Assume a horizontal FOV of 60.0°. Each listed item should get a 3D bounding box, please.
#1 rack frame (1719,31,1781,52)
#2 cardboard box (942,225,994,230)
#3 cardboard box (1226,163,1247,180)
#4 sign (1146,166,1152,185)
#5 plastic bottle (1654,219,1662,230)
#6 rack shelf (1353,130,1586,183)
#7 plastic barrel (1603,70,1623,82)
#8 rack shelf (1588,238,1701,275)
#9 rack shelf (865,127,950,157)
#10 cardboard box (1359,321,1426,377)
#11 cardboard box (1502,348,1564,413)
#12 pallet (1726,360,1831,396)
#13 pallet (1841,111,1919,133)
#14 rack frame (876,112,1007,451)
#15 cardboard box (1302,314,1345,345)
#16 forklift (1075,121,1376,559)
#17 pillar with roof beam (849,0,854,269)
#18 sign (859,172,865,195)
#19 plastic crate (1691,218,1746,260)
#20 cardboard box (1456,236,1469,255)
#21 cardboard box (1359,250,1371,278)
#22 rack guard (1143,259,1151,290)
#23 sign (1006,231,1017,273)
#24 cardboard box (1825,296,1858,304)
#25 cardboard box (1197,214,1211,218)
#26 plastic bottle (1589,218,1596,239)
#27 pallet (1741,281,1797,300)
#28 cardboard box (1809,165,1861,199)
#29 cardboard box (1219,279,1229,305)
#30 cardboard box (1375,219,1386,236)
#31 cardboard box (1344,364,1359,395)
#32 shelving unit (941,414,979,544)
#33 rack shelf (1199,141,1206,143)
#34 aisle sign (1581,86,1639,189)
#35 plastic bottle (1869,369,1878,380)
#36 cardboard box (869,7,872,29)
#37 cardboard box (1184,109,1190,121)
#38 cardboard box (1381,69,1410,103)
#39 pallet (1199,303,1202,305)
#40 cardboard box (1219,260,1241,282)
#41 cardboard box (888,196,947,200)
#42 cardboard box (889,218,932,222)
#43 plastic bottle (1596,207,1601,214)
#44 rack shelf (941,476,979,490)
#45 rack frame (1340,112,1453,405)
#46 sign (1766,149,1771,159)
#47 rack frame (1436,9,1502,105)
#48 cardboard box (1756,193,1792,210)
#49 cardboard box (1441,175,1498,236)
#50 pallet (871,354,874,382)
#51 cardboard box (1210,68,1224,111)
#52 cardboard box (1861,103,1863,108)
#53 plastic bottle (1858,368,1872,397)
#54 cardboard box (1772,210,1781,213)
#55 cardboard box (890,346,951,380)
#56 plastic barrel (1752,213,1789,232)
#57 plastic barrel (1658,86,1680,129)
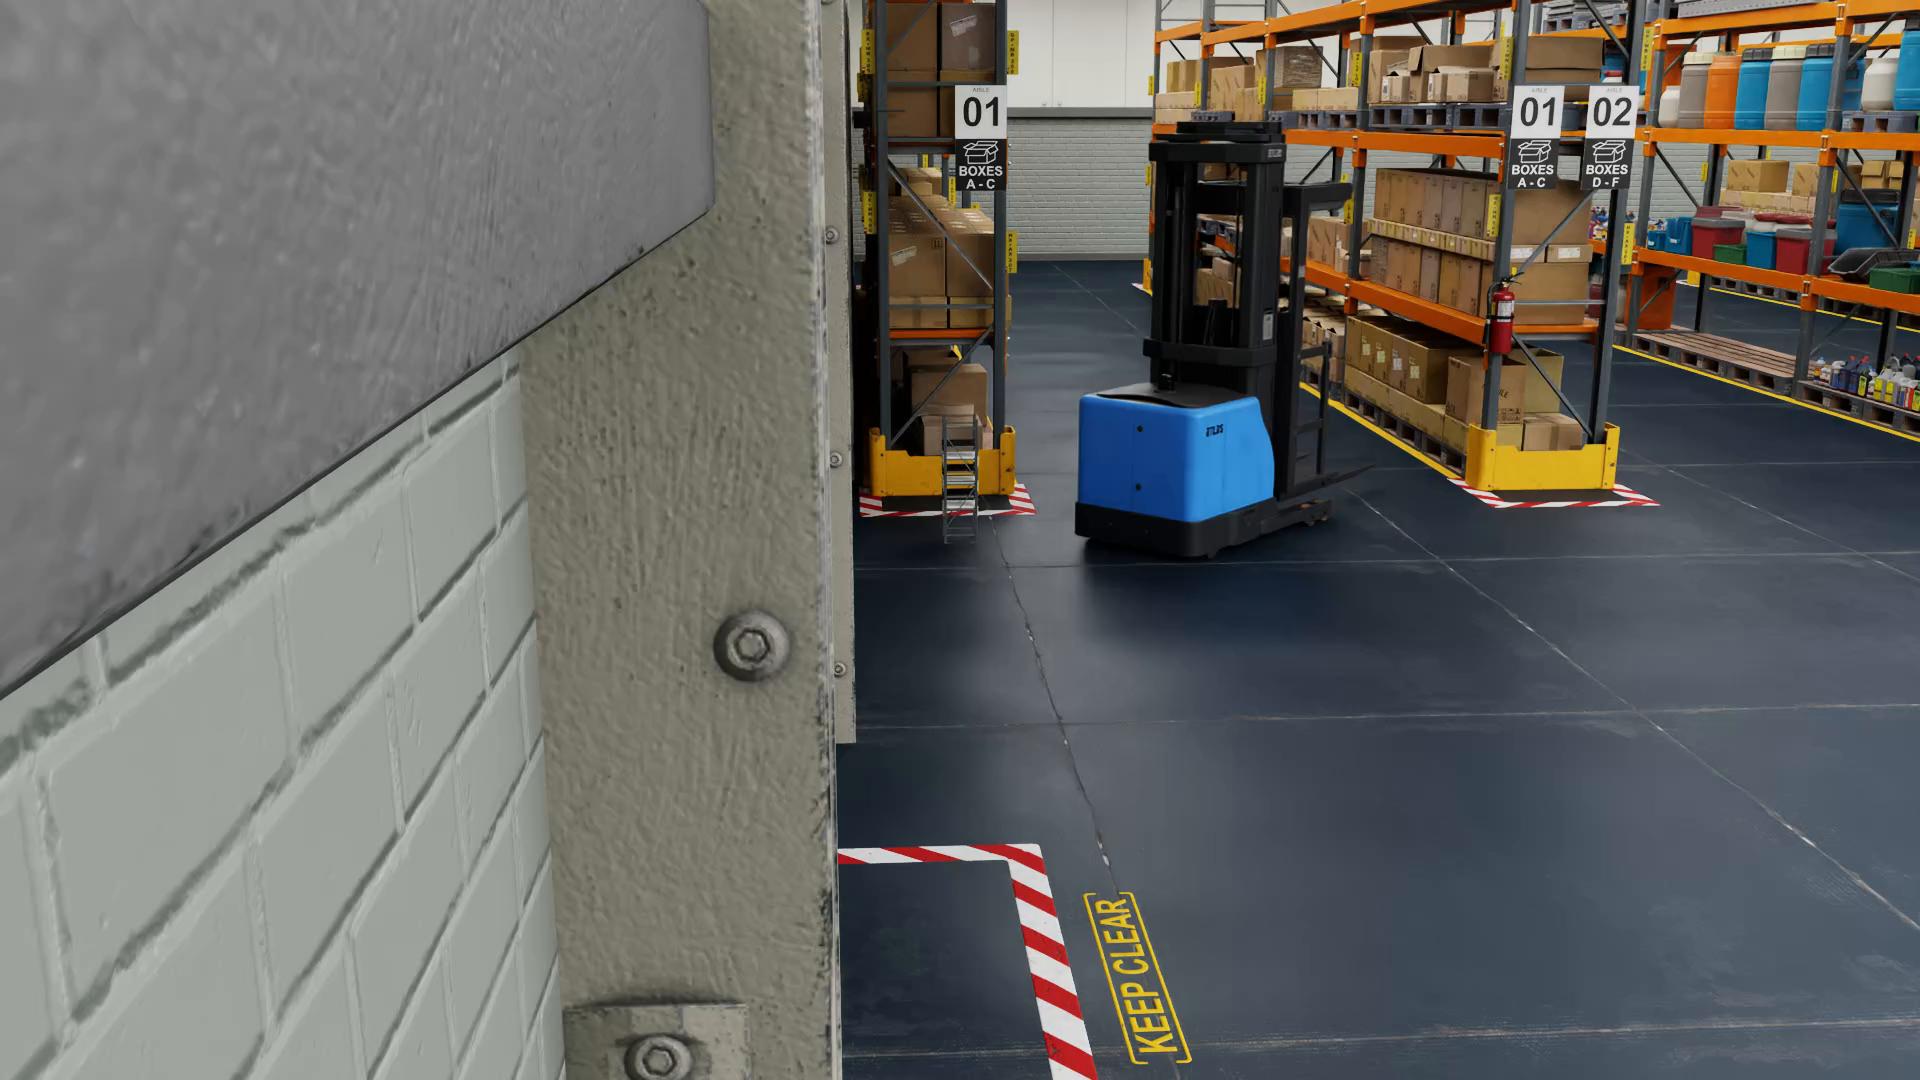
[{"bbox_3d":[13.697,-8.950,28.752,1.000,3.000,0.127,-1,14,-3],"label":"rack frame"},{"bbox_3d":[0.106,-2.383,14.023,0.500,0.500,0.500,-1,14,-3],"label":"cardboard box"},{"bbox_3d":[4.309,-5.552,25.378,0.500,0.500,0.500,-1,14,-2],"label":"cardboard box"},{"bbox_3d":[3.268,-6.304,28.768,0.100,0.325,0.005,-1,14,-3],"label":"sign"},{"bbox_3d":[9.539,-4.241,22.725,0.061,0.283,0.133,-1,14,-3],"label":"plastic bottle"},{"bbox_3d":[4.677,-3.515,15.093,1.077,0.370,4.000,-1,14,-3],"label":"rack shelf"},{"bbox_3d":[8.989,-6.139,22.731,0.433,0.535,0.433,0,14,0],"label":"plastic barrel"},{"bbox_3d":[9.125,-4.128,23.493,1.077,0.370,4.000,-1,14,-3],"label":"rack shelf"},{"bbox_3d":[-0.515,-4.433,18.658,1.077,0.370,4.000,-1,14,-3],"label":"rack shelf"},{"bbox_3d":[4.308,-1.899,16.557,0.500,0.500,0.500,-1,14,-3],"label":"cardboard box"},{"bbox_3d":[4.956,-1.410,14.655,0.500,0.500,0.500,-1,14,-3],"label":"cardboard box"},{"bbox_3d":[9.409,-1.828,18.708,1.003,0.211,1.213,-1,14,-3],"label":"pallet"},{"bbox_3d":[9.639,-4.167,16.562,1.213,0.211,1.003,-1,14,-3],"label":"pallet"},{"bbox_3d":[-0.143,-1.836,13.143,1.000,3.000,0.127,-1,14,-3],"label":"rack frame"},{"bbox_3d":[4.174,-2.401,18.890,0.500,0.311,0.500,-1,14,-4],"label":"cardboard box"},{"bbox_3d":[2.160,-1.595,12.345,1.130,2.935,3.031,12,19,39],"label":"forklift"},{"bbox_3d":[2.131,-9.445,30.677,9.100,9.000,0.400,-1,14,-3],"label":"pillar with roof beam"},{"bbox_3d":[-1.441,-5.269,24.589,0.100,0.325,0.005,-1,14,-3],"label":"sign"},{"bbox_3d":[9.044,-3.603,19.882,0.402,0.464,0.583,-1,14,-3],"label":"plastic crate"},{"bbox_3d":[4.540,-2.559,14.451,0.380,0.149,0.250,-1,14,-3],"label":"cardboard box"},{"bbox_3d":[4.479,-2.957,17.802,0.500,0.250,0.500,0,14,0],"label":"cardboard box"},{"bbox_3d":[3.814,-4.663,29.147,1.175,0.500,0.348,-1,14,-3],"label":"rack guard"},{"bbox_3d":[0.398,-2.264,13.067,0.100,0.325,0.005,-1,14,-3],"label":"sign"},{"bbox_3d":[14.004,-4.065,25.228,1.225,0.875,0.875,-1,14,-3],"label":"cardboard box"},{"bbox_3d":[3.863,-5.028,24.507,0.700,0.500,0.500,-6,16,-22],"label":"cardboard box"},{"bbox_3d":[8.727,-4.300,22.955,0.061,0.283,0.133,-1,14,-3],"label":"plastic bottle"},{"bbox_3d":[13.897,-4.194,27.903,1.003,0.211,1.213,-1,14,-3],"label":"pallet"},{"bbox_3d":[13.649,-5.595,25.950,0.500,0.500,0.500,0,14,-2],"label":"cardboard box"},{"bbox_3d":[3.942,-3.394,23.330,0.500,0.500,0.500,-1,14,-6],"label":"cardboard box"},{"bbox_3d":[4.392,-3.139,16.703,0.380,0.149,0.250,-1,14,-3],"label":"cardboard box"},{"bbox_3d":[4.279,-1.660,17.134,0.500,0.250,0.500,-1,14,-3],"label":"cardboard box"},{"bbox_3d":[0.000,-0.438,11.922,0.258,0.900,0.210,-1,14,-3],"label":"shelving unit"},{"bbox_3d":[4.181,-5.505,22.825,1.077,0.370,4.000,-1,14,-3],"label":"rack shelf"},{"bbox_3d":[5.110,-3.161,13.074,0.394,0.787,0.004,-1,14,-3],"label":"aisle sign"},{"bbox_3d":[9.191,-1.585,16.761,0.097,0.271,0.097,0,14,0],"label":"plastic bottle"},{"bbox_3d":[-0.476,-4.070,13.557,0.500,0.500,0.500,0,14,0],"label":"cardboard box"},{"bbox_3d":[3.741,-6.519,25.626,0.500,0.250,0.500,-1,14,-3],"label":"cardboard box"},{"bbox_3d":[4.354,-4.325,15.853,0.500,0.311,0.500,-2,15,-7],"label":"cardboard box"},{"bbox_3d":[4.145,-3.346,24.606,1.003,0.211,1.213,-1,14,-3],"label":"pallet"},{"bbox_3d":[3.937,-3.766,23.272,0.500,0.250,0.500,-1,14,-4],"label":"cardboard box"},{"bbox_3d":[-0.538,-3.832,19.816,0.700,0.500,0.500,-2,15,-9],"label":"cardboard box"},{"bbox_3d":[-0.474,-2.629,14.982,0.500,0.500,0.500,-1,14,-3],"label":"cardboard box"},{"bbox_3d":[9.385,-4.726,24.474,0.144,0.351,0.185,-1,14,-3],"label":"plastic bottle"},{"bbox_3d":[0.000,-0.406,11.930,0.258,0.077,0.200,-1,14,-3],"label":"rack shelf"},{"bbox_3d":[4.553,-2.908,17.310,1.000,3.000,0.127,-1,14,-3],"label":"rack frame"},{"bbox_3d":[14.239,-6.725,29.345,0.100,0.325,0.005,-1,14,-3],"label":"sign"},{"bbox_3d":[8.753,-8.874,28.455,1.000,3.000,0.127,-1,14,-3],"label":"rack frame"},{"bbox_3d":[13.561,-5.609,27.509,0.500,0.250,0.500,-1,14,-5],"label":"cardboard box"},{"bbox_3d":[4.711,-2.976,14.768,0.700,0.500,0.500,-1,14,-3],"label":"cardboard box"},{"bbox_3d":[-0.520,-1.978,19.291,1.003,0.211,1.213,-1,14,-3],"label":"pallet"},{"bbox_3d":[4.015,-6.524,24.100,0.600,0.600,0.600,-2,15,-9],"label":"cardboard box"},{"bbox_3d":[13.836,-6.996,25.935,0.700,0.500,0.500,-2,15,-7],"label":"cardboard box"},{"bbox_3d":[9.113,-1.586,16.737,0.061,0.283,0.133,0,14,-1],"label":"plastic bottle"},{"bbox_3d":[13.519,-5.319,27.182,0.380,0.149,0.250,-1,14,-4],"label":"cardboard box"},{"bbox_3d":[-0.453,-2.016,17.976,0.700,0.500,0.500,0,14,-2],"label":"cardboard box"},{"bbox_3d":[9.584,-3.581,19.652,0.433,0.535,0.433,0,14,0],"label":"plastic barrel"},{"bbox_3d":[8.962,-5.403,20.764,0.421,0.512,0.421,0,14,0],"label":"plastic barrel"}]
